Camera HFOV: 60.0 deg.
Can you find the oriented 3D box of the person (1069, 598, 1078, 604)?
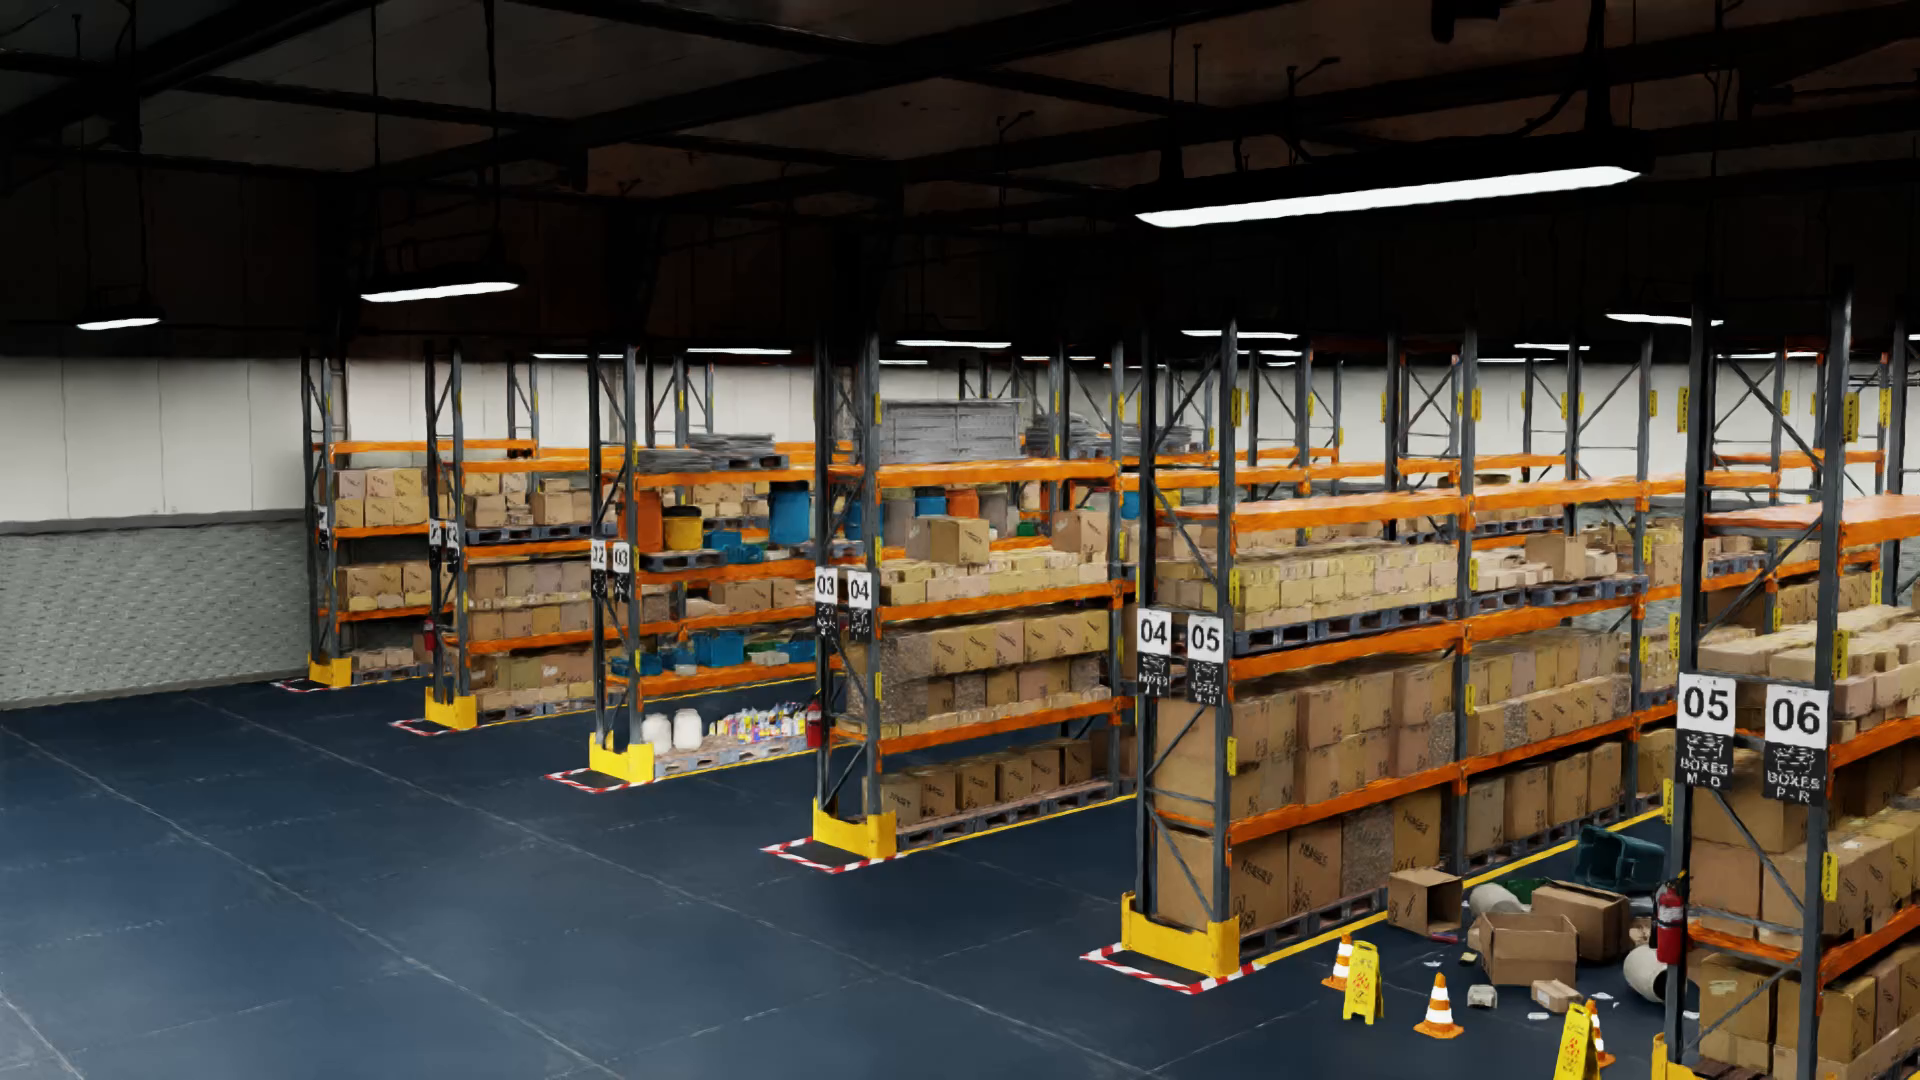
[{"bbox_3d":[2.162,1.677,30.687,0.630,1.598,0.611,5,7,44],"label":"person"}]
